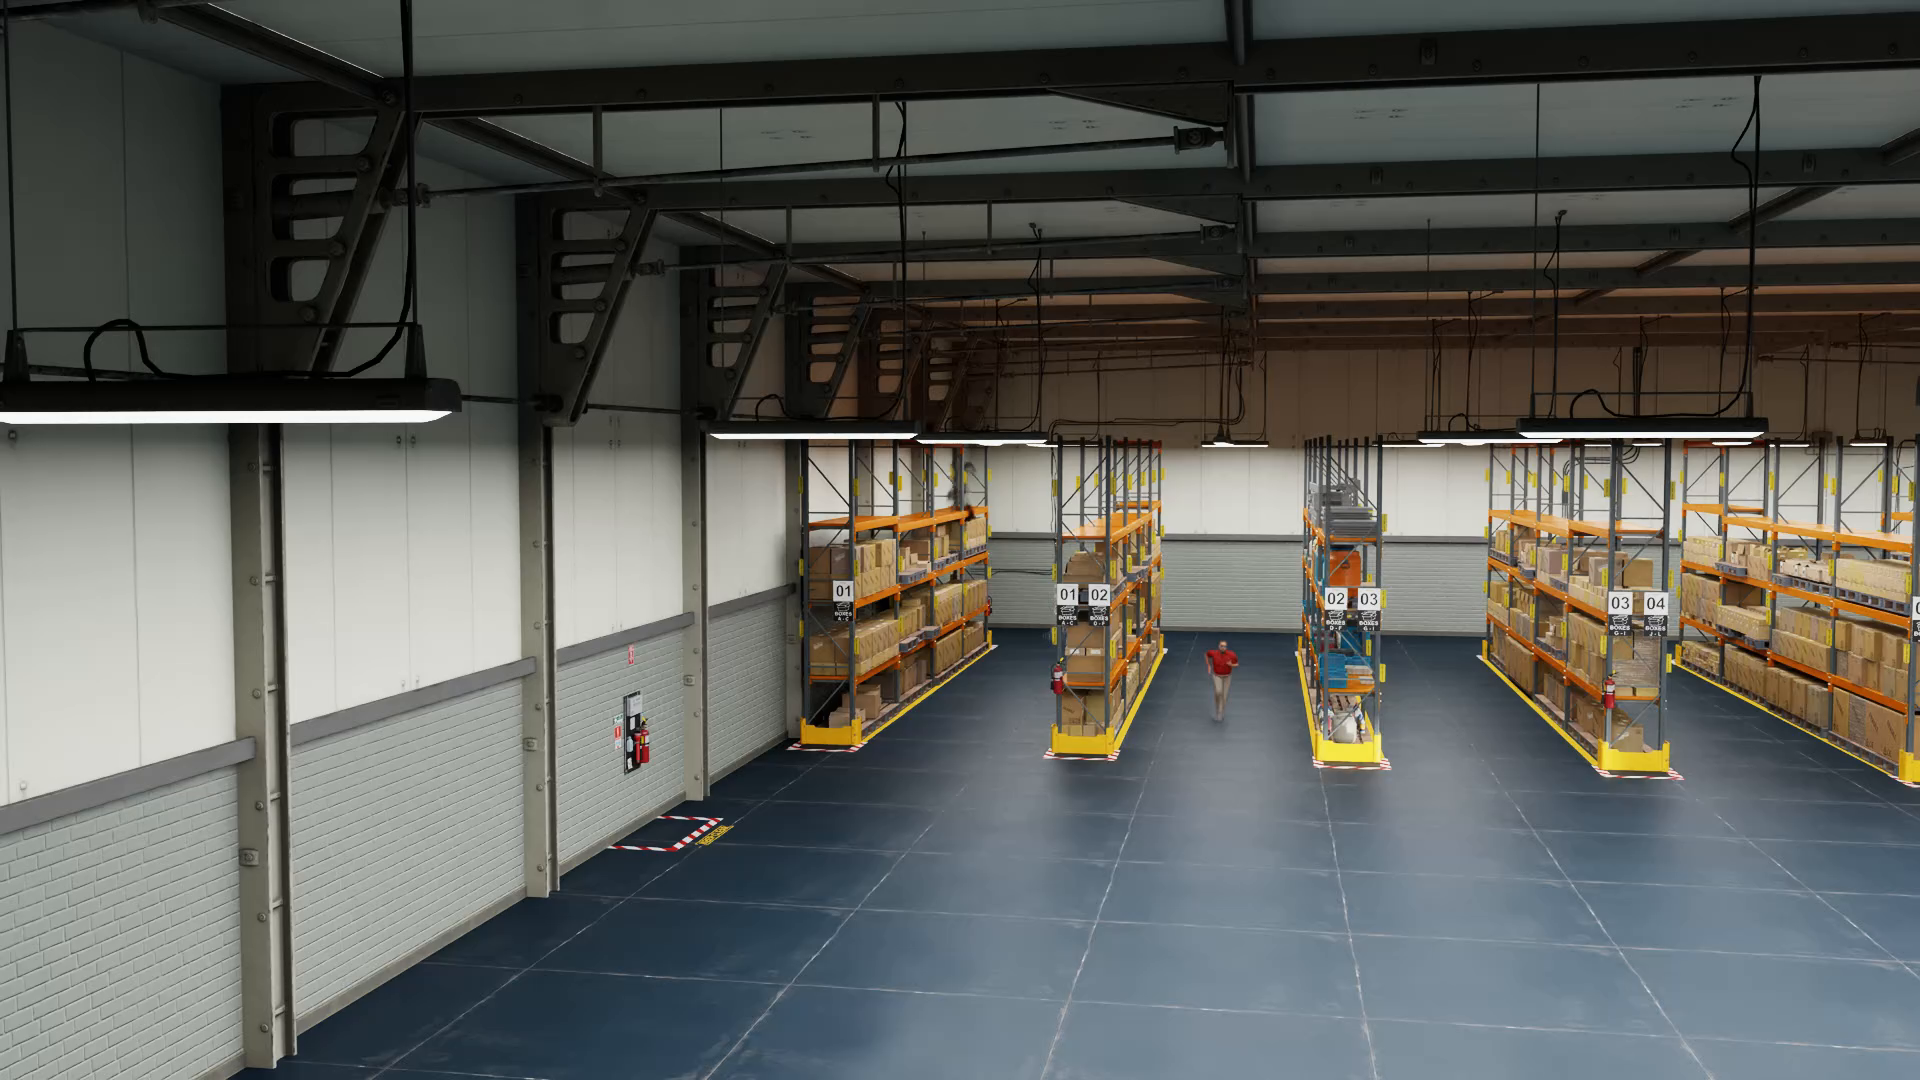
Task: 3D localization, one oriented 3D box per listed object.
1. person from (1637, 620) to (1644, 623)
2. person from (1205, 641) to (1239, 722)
[{"bbox_3d":[18.326,2.469,45.041,0.578,1.624,0.756,1,3,21],"label":"person"},{"bbox_3d":[5.559,2.982,35.318,0.650,1.736,0.947,0,3,-2],"label":"person"}]
